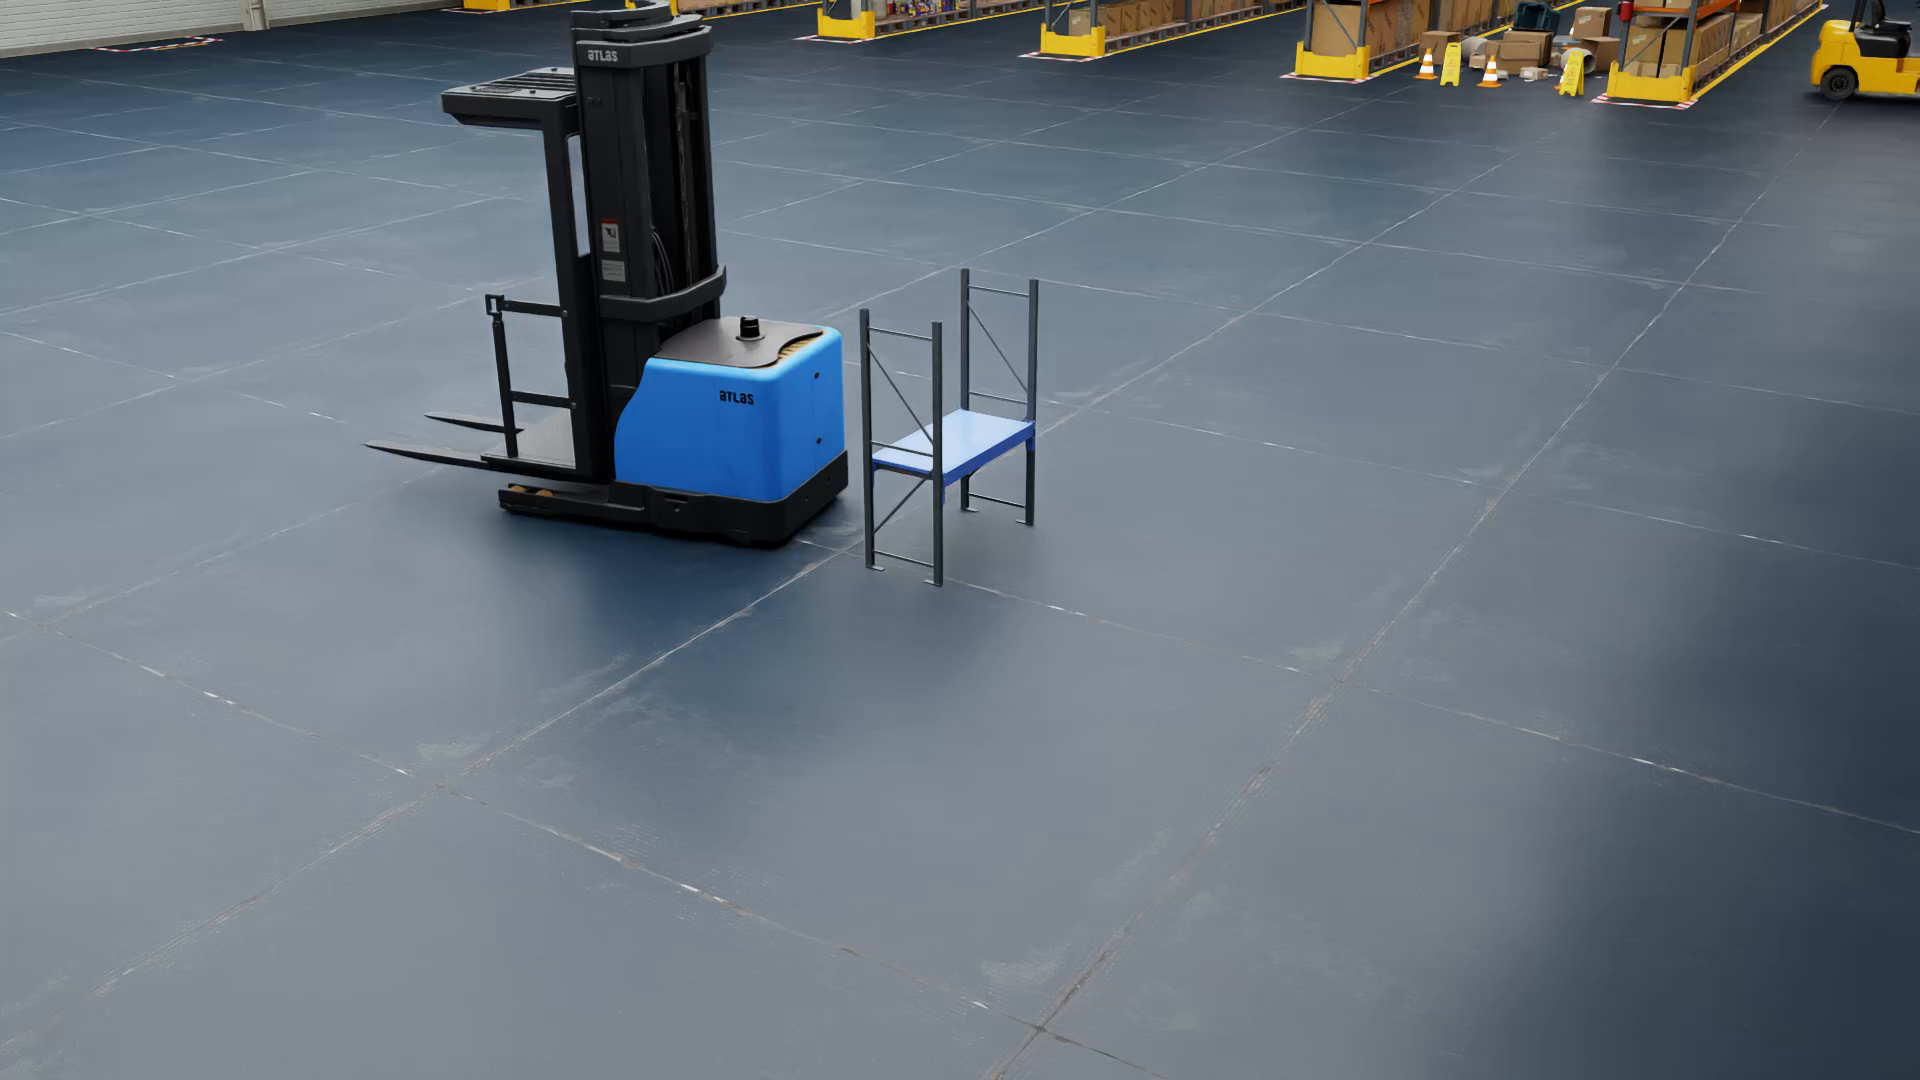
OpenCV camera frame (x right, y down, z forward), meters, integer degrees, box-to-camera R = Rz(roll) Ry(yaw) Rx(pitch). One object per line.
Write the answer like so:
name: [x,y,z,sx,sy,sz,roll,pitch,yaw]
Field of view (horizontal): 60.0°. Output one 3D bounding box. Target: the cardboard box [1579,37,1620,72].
cardboard box: [10.798,-8.195,28.047,0.500,0.500,0.500,-7,24,-17]

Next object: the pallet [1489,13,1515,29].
pallet: [10.784,-10.754,34.326,1.003,0.211,1.213,14,27,29]

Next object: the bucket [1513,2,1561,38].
bucket: [10.147,-9.086,29.171,0.620,0.611,0.726,-6,22,-39]

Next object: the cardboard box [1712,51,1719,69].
cardboard box: [11.891,-7.740,26.785,0.500,0.250,0.500,14,27,30]

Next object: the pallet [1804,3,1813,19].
pallet: [17.849,-11.491,36.028,1.003,0.211,1.213,14,27,29]

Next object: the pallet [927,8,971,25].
pallet: [-0.498,-11.034,34.973,1.003,0.211,1.213,14,27,29]

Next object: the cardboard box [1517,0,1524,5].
cardboard box: [11.489,-11.346,34.801,0.500,0.500,0.500,13,27,28]

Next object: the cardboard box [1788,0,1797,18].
cardboard box: [16.480,-11.109,33.781,0.875,0.875,0.875,15,27,31]

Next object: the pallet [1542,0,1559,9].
pallet: [12.805,-12.075,37.377,1.003,0.211,1.213,14,27,29]

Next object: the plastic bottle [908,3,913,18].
plastic bottle: [-0.997,-10.678,33.521,0.097,0.271,0.097,0,23,0]

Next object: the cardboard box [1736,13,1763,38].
cardboard box: [14.322,-9.565,30.849,0.950,0.372,0.625,12,26,25]

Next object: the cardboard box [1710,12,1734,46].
cardboard box: [12.435,-8.436,27.450,0.500,0.500,0.500,13,27,28]

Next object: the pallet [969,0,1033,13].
pallet: [0.916,-11.939,37.062,1.003,0.211,1.213,14,27,29]

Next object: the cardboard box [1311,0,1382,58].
cardboard box: [6.452,-8.531,27.825,0.875,0.875,0.875,14,27,29]

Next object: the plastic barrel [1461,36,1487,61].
plastic barrel: [8.965,-8.534,28.929,0.421,0.421,0.512,-7,24,-17]

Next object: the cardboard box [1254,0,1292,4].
cardboard box: [6.592,-12.290,36.510,1.225,0.875,0.875,12,26,27]

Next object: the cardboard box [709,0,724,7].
cardboard box: [-5.427,-11.624,35.759,0.500,0.250,0.500,14,27,29]

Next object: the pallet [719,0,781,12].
pallet: [-4.769,-12.032,37.277,1.003,0.211,1.213,14,27,29]

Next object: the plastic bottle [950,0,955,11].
plastic bottle: [-0.203,-11.240,34.719,0.144,0.351,0.185,13,27,28]

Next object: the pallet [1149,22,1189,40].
pallet: [3.776,-9.980,32.538,1.003,0.211,1.213,14,27,29]

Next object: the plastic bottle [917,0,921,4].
plastic bottle: [-0.860,-11.222,34.777,0.097,0.271,0.097,0,23,0]

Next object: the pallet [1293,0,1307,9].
pallet: [7.334,-12.225,37.723,1.003,0.211,1.213,14,27,29]

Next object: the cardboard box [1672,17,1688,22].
cardboard box: [11.431,-8.192,26.885,0.500,0.500,0.500,15,28,32]

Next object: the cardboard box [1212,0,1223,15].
cardboard box: [5.004,-11.097,34.201,0.700,0.500,0.500,11,26,24]

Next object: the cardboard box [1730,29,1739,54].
cardboard box: [12.794,-8.581,28.576,0.950,0.372,0.625,14,27,30]

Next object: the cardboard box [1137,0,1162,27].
cardboard box: [3.559,-10.218,32.195,0.500,0.500,0.500,-18,29,-36]

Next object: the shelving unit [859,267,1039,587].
shelving unit: [-0.045,-0.659,9.386,0.538,1.500,1.048,14,27,29]

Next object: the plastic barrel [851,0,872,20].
plastic barrel: [-1.936,-10.471,32.764,0.421,0.512,0.421,0,23,0]

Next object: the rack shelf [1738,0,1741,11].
rack shelf: [13.574,-9.762,29.429,1.077,0.370,4.000,14,27,29]

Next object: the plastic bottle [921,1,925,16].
plastic bottle: [-0.763,-10.828,33.866,0.097,0.271,0.097,0,23,0]

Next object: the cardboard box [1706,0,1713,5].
cardboard box: [11.267,-8.260,25.370,0.380,0.149,0.250,14,27,30]

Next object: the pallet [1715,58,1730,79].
pallet: [12.195,-7.903,27.741,1.003,0.211,1.213,14,27,29]

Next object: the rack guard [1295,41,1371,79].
rack guard: [6.138,-7.915,27.404,1.175,0.500,0.348,14,27,29]

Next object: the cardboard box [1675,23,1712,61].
cardboard box: [11.354,-7.742,25.846,0.500,0.500,0.500,13,26,27]

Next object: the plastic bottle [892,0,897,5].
plastic bottle: [-1.392,-10.972,34.193,0.152,0.276,0.135,13,27,28]

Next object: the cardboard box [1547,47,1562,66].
cardboard box: [10.266,-8.337,28.674,0.258,0.266,0.396,-3,24,-7]

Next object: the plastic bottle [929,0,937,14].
plastic bottle: [-0.563,-10.978,34.208,0.152,0.276,0.135,14,27,30]

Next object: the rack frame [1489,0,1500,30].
rack frame: [10.370,-11.770,33.163,1.000,3.000,0.127,14,27,29]

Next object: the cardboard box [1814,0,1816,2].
cardboard box: [18.586,-12.240,36.946,0.875,0.438,0.875,13,27,27]

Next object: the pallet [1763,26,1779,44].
pallet: [15.109,-9.738,31.978,1.003,0.211,1.213,14,27,29]

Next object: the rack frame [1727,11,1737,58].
rack frame: [12.519,-9.417,27.727,1.000,3.000,0.127,14,27,29]

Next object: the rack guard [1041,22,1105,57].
rack guard: [2.030,-9.022,29.962,1.175,0.500,0.348,14,27,29]

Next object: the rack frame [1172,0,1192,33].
rack frame: [4.100,-11.494,32.525,1.000,3.000,0.127,14,27,29]

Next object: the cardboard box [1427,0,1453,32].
cardboard box: [8.511,-9.809,30.936,1.050,0.750,0.750,14,27,29]

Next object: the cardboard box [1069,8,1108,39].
cardboard box: [2.334,-9.397,30.298,0.500,0.500,0.500,20,30,38]

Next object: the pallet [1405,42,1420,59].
pallet: [7.793,-8.900,30.044,1.003,0.211,1.213,14,27,29]

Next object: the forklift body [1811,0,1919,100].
forklift body: [14.078,-7.661,24.739,2.313,2.155,1.214,14,27,29]

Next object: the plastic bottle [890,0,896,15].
plastic bottle: [-1.375,-10.906,34.032,0.061,0.283,0.133,14,27,29]

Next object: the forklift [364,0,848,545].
forklift: [-2.267,-1.664,9.905,3.031,2.935,1.130,8,25,19]

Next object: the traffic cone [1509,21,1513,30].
traffic cone: [10.251,-9.392,30.863,0.336,0.463,0.334,14,27,29]

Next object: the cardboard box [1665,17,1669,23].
cardboard box: [10.882,-8.187,26.058,0.380,0.149,0.250,14,27,30]

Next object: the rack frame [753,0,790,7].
rack frame: [-4.314,-13.571,37.323,1.000,3.000,0.127,14,27,29]
